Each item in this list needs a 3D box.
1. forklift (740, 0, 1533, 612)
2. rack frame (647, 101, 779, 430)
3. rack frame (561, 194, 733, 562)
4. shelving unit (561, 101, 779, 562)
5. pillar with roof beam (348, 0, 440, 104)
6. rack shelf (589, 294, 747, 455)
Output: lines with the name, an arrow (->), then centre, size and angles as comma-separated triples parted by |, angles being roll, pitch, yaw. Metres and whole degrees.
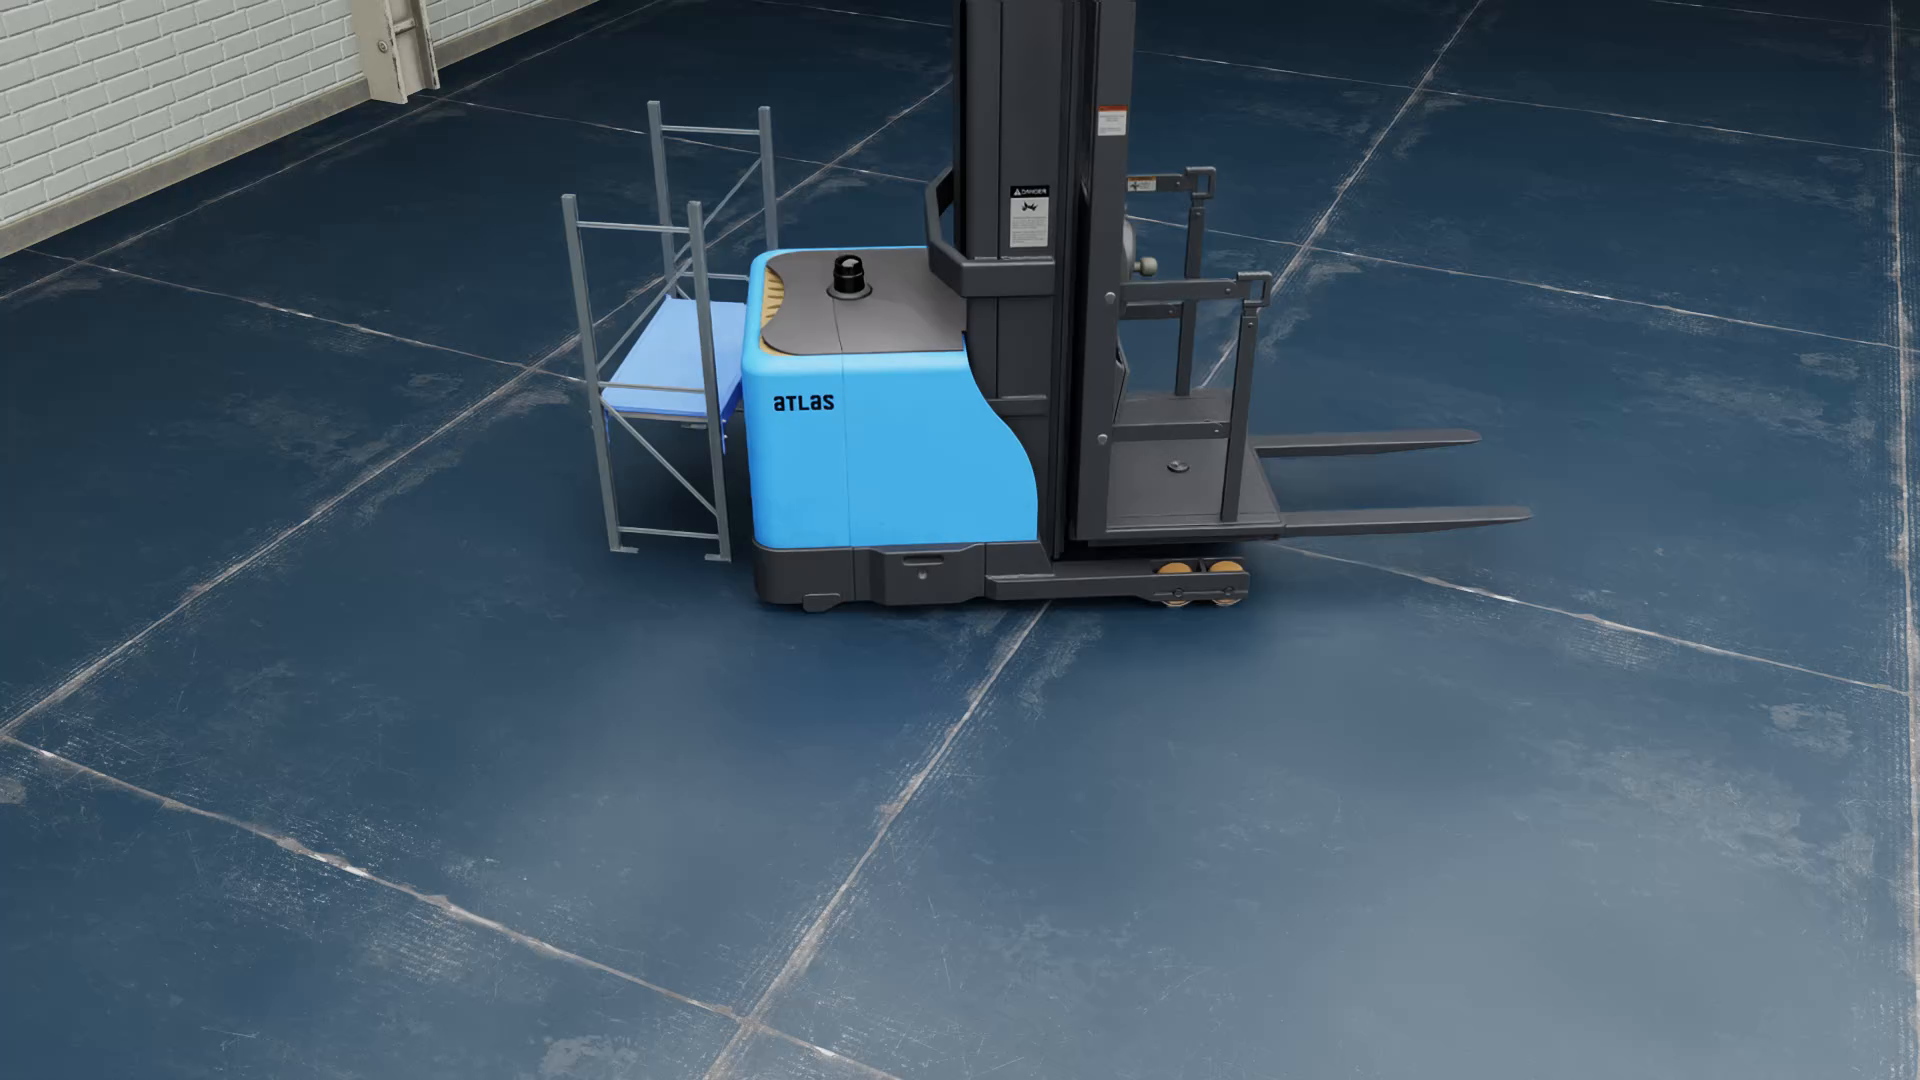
forklift -> 0.706, -1.260, 5.999 | 3.031, 2.935, 1.130 | -2, 33, -3
rack frame -> -1.010, -1.120, 7.091 | 0.500, 1.500, 0.032 | 5, 34, 7
rack frame -> -1.156, -0.569, 6.250 | 0.500, 1.500, 0.032 | 5, 34, 7
shelving unit -> -1.083, -0.845, 6.670 | 0.538, 1.500, 1.048 | 5, 34, 7
pillar with roof beam -> 0.085, -5.856, 7.474 | 9.100, 9.000, 0.400 | 14, 36, 20
rack shelf -> -1.083, -0.694, 6.769 | 0.538, 0.185, 1.000 | 5, 34, 7
